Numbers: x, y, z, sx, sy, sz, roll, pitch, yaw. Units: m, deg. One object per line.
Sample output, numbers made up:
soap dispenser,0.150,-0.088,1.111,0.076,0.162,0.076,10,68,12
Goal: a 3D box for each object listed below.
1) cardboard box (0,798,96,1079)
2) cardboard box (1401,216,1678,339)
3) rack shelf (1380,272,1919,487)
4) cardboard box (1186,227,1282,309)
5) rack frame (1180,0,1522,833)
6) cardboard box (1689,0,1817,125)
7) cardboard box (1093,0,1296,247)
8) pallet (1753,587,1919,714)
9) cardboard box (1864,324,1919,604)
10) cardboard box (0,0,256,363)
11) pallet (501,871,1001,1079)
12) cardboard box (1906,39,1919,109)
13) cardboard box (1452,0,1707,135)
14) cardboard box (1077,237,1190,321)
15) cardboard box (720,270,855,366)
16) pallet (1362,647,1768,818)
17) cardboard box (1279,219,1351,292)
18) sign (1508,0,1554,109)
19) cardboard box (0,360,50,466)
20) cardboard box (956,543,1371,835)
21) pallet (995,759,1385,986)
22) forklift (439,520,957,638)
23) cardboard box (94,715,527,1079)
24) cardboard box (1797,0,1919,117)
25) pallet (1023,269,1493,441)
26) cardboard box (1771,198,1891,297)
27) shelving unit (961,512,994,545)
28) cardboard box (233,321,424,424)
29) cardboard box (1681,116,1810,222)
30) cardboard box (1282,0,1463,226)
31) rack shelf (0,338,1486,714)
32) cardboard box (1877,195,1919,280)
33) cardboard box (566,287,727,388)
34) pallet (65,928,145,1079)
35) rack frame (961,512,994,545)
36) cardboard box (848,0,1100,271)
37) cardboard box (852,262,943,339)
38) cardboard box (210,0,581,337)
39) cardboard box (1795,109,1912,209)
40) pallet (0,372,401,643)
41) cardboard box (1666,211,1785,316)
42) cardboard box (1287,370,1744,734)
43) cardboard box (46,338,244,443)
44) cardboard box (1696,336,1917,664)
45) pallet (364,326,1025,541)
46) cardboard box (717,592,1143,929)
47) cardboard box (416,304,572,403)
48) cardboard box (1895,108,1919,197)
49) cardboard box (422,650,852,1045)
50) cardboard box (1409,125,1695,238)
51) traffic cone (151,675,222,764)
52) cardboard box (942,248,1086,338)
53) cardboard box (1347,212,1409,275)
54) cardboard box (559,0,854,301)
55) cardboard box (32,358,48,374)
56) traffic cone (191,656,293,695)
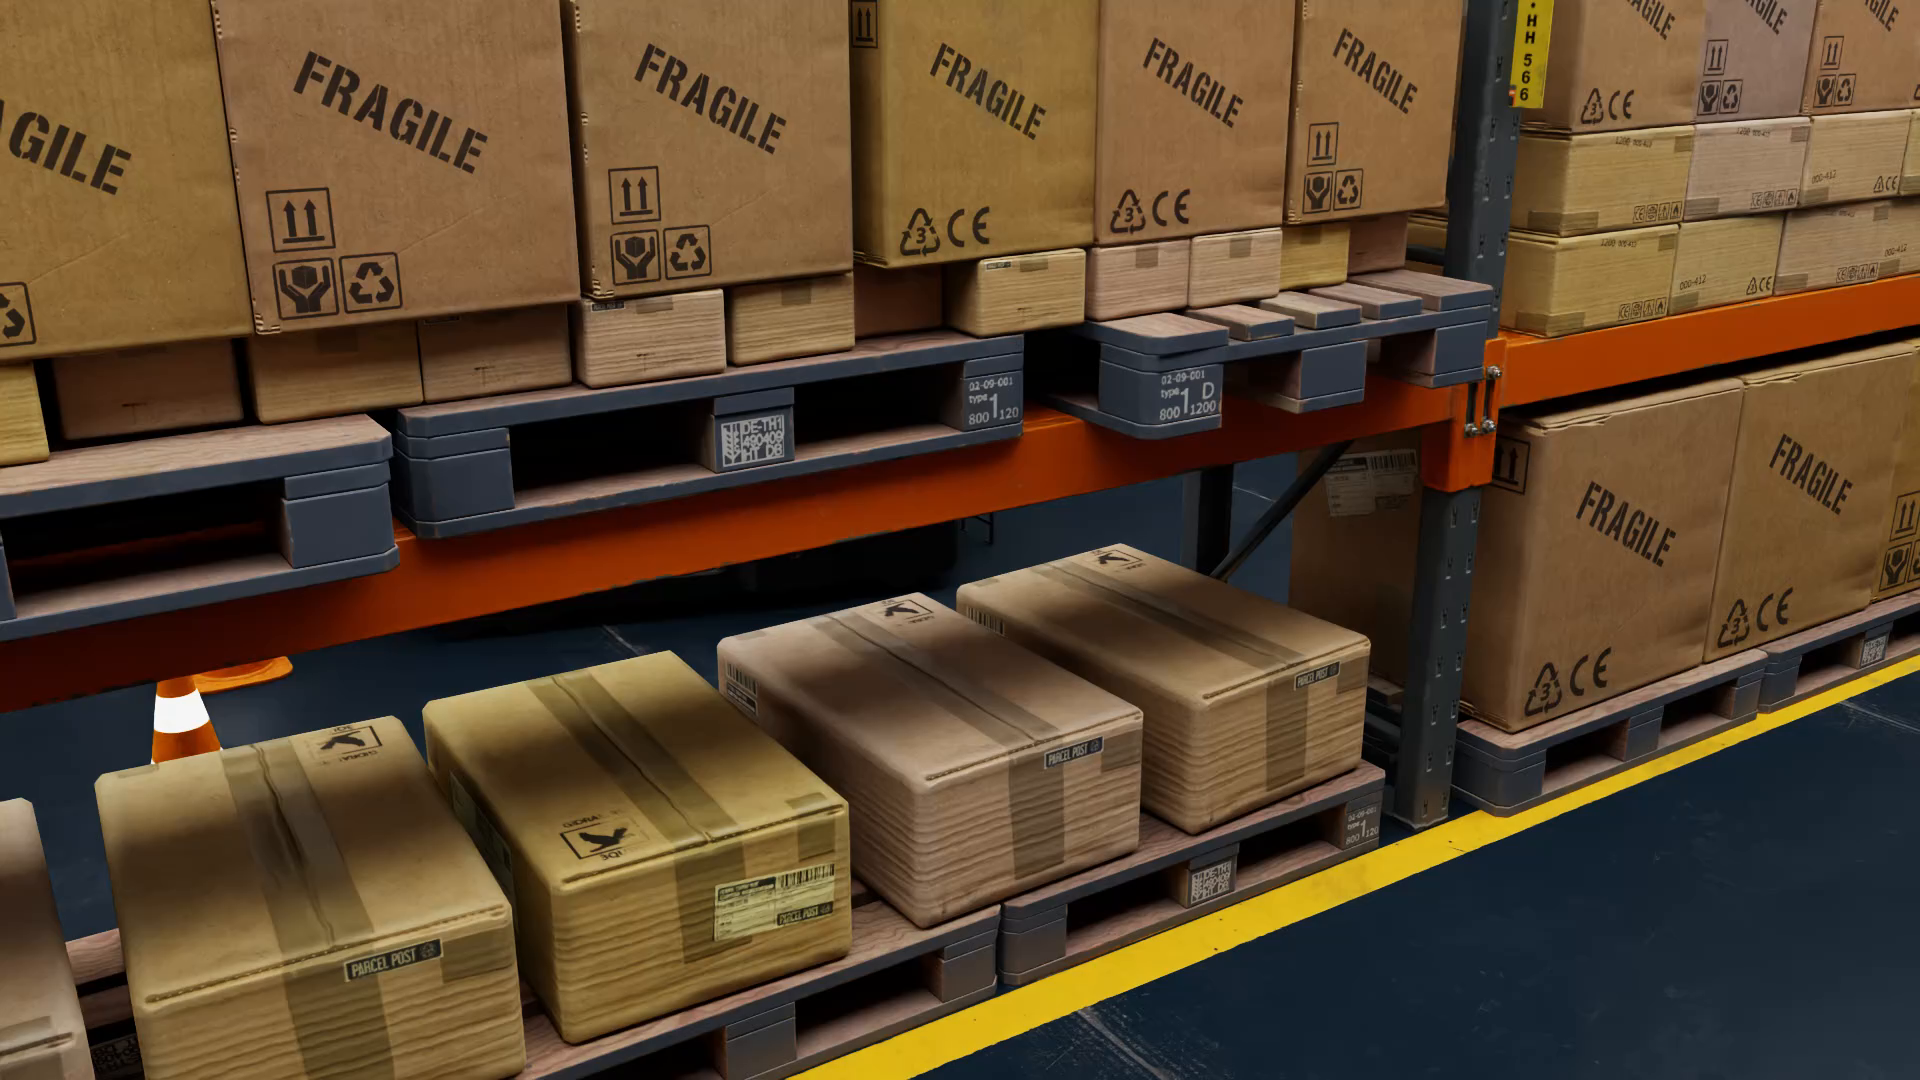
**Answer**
cardboard box,-1.911,0.874,2.924,0.625,0.372,0.950,-12,22,-31
cardboard box,1.540,-0.731,4.459,0.500,0.250,0.500,-12,22,-32
rack shelf,2.664,-0.795,5.536,4.000,0.370,1.077,-12,22,-31
cardboard box,0.479,-0.620,3.631,0.250,0.149,0.380,-12,22,-32
rack frame,0.993,-0.784,4.379,0.127,3.000,1.000,-12,22,-31
cardboard box,1.949,-1.416,4.532,0.500,0.500,0.500,-12,22,-31
cardboard box,0.341,-0.922,3.513,0.500,0.500,0.500,-12,22,-32
pallet,2.711,0.205,5.808,1.213,0.211,1.003,-12,22,-31
cardboard box,3.110,-0.389,5.873,0.875,0.875,0.875,-11,22,-30
cardboard box,-1.380,-0.560,2.443,0.500,0.500,0.500,-12,22,-31
pallet,-0.678,0.888,3.788,1.213,0.211,1.003,-12,22,-31
cardboard box,2.812,-1.591,5.050,0.500,0.500,0.500,-12,22,-31
cardboard box,1.540,-1.326,4.266,0.500,0.500,0.500,-13,22,-33
cardboard box,0.264,-0.578,3.506,0.250,0.149,0.380,-13,23,-34
cardboard box,-0.402,-0.449,3.125,0.250,0.149,0.380,-13,22,-33
pallet,1.693,0.419,5.177,1.213,0.211,1.003,-12,22,-31
cardboard box,0.665,-0.676,3.798,0.250,0.149,0.380,-12,22,-31
sign,1.300,-1.151,3.782,0.005,0.325,0.100,-12,22,-31
cardboard box,-1.499,-0.213,2.429,0.250,0.149,0.380,-11,22,-30
cardboard box,0.516,0.359,4.446,0.625,0.372,0.950,-14,23,-35
pallet,0.340,0.675,4.419,1.213,0.211,1.003,-12,22,-31
forklift,-1.589,-1.239,5.833,3.031,2.935,1.130,-5,19,-15
cardboard box,-1.312,0.746,3.301,0.625,0.372,0.950,-10,21,-28
cardboard box,2.389,-1.503,4.790,0.500,0.500,0.500,-11,22,-30
pallet,0.457,-0.539,3.954,1.003,0.211,1.213,-12,22,-31
cardboard box,2.401,-0.917,5.009,0.500,0.250,0.500,-11,22,-30
shelving unit,-0.008,-0.566,6.546,0.189,1.200,0.258,-11,22,-29
cardboard box,-1.066,-0.318,2.738,0.250,0.149,0.380,-12,22,-31
cardboard box,1.984,-1.063,4.660,0.500,0.250,0.500,-11,22,-30
cardboard box,0.766,-1.016,3.791,0.500,0.500,0.500,-13,22,-33
rack shelf,-0.677,-0.090,3.452,4.000,0.370,1.077,-12,22,-31
cardboard box,2.811,-1.005,5.269,0.500,0.250,0.500,-12,22,-31
cardboard box,-0.608,-0.394,2.963,0.250,0.149,0.380,-11,22,-29
pallet,-1.698,1.104,3.148,1.213,0.211,1.003,-12,22,-31
rack frame,0.070,-0.581,6.591,0.006,1.200,0.240,-11,22,-29
cardboard box,-0.080,-0.833,3.249,0.500,0.500,0.500,-14,23,-35
cardboard box,-0.237,-0.515,3.321,0.250,0.149,0.380,-12,22,-31
cardboard box,-0.960,-0.644,2.689,0.500,0.500,0.500,-12,22,-32
cardboard box,2.408,-1.148,4.910,0.500,0.250,0.500,-12,22,-32
pallet,-1.629,-0.084,2.609,1.213,0.211,1.003,-12,22,-31
cardboard box,1.959,-0.827,4.740,0.500,0.250,0.500,-13,22,-33
cardboard box,1.616,-0.075,4.946,0.875,0.875,0.875,-12,22,-32
cardboard box,-1.304,-0.284,2.637,0.250,0.149,0.380,-10,21,-28
cardboard box,2.363,-0.231,5.407,0.875,0.875,0.875,-12,22,-31
pallet,-0.638,-0.333,3.346,1.213,0.211,1.003,-12,22,-31
cardboard box,-0.096,0.491,4.055,0.625,0.372,0.950,-12,22,-32
cardboard box,-0.859,-0.361,2.865,0.250,0.149,0.380,-12,22,-31
cardboard box,2.838,-1.234,5.164,0.500,0.250,0.500,-11,22,-30
cardboard box,-0.733,0.623,3.665,0.625,0.372,0.950,-11,22,-30
cardboard box,1.552,-0.973,4.391,0.500,0.250,0.500,-12,22,-32
traffic cone,-2.082,0.530,4.455,0.334,0.463,0.336,-12,22,-31
cardboard box,0.042,-0.525,3.352,0.250,0.149,0.380,-11,22,-30
cardboard box,0.849,-0.743,3.995,0.250,0.149,0.380,-11,22,-29
cardboard box,-0.537,-0.737,2.966,0.500,0.500,0.500,-13,23,-34
cardboard box,-1.644,-0.420,3.040,0.250,0.149,0.380,-12,22,-32
traffic cone,-2.390,0.211,5.397,0.334,0.463,0.336,-12,22,-31
